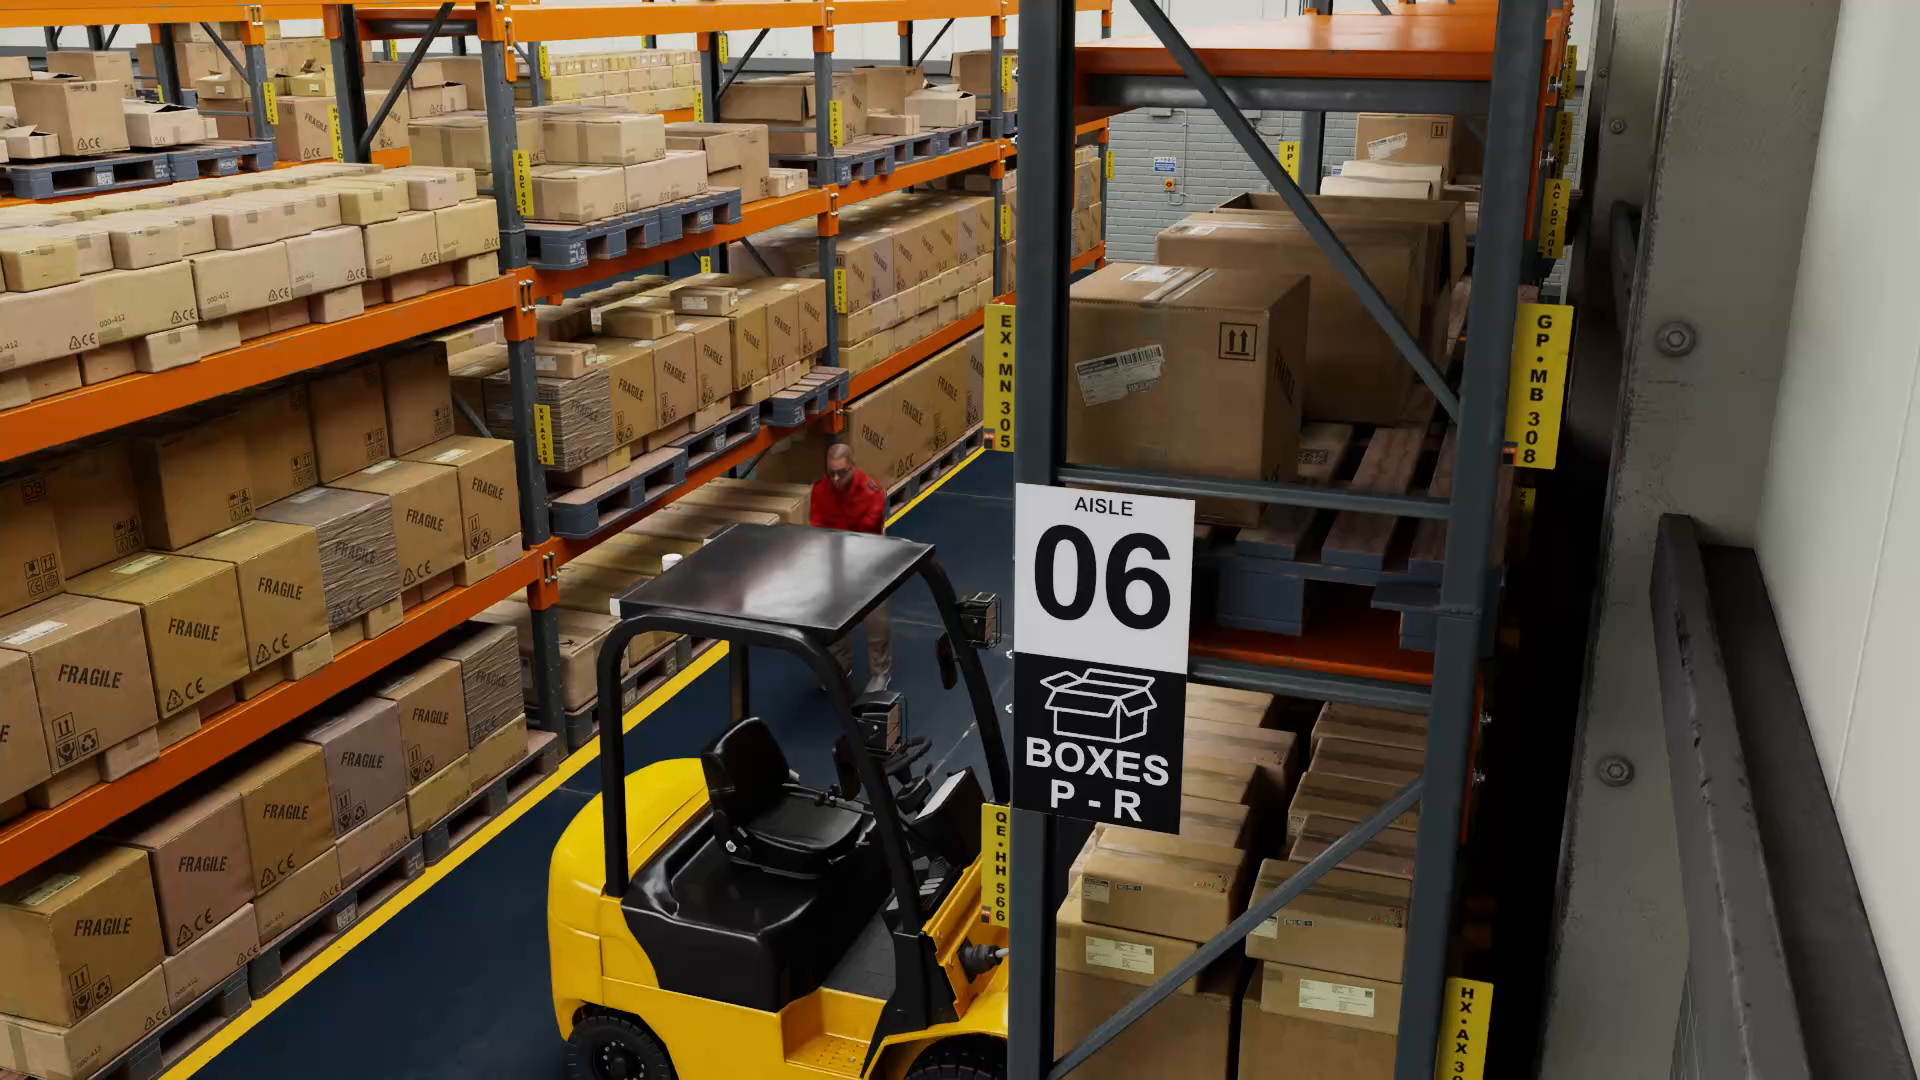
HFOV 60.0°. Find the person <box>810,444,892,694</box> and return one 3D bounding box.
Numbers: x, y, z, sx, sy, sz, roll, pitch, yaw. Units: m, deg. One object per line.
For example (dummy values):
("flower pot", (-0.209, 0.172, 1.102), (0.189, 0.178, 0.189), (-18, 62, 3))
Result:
("person", (-0.665, 0.168, 10.215), (0.480, 1.655, 0.606), (6, 19, 17))
